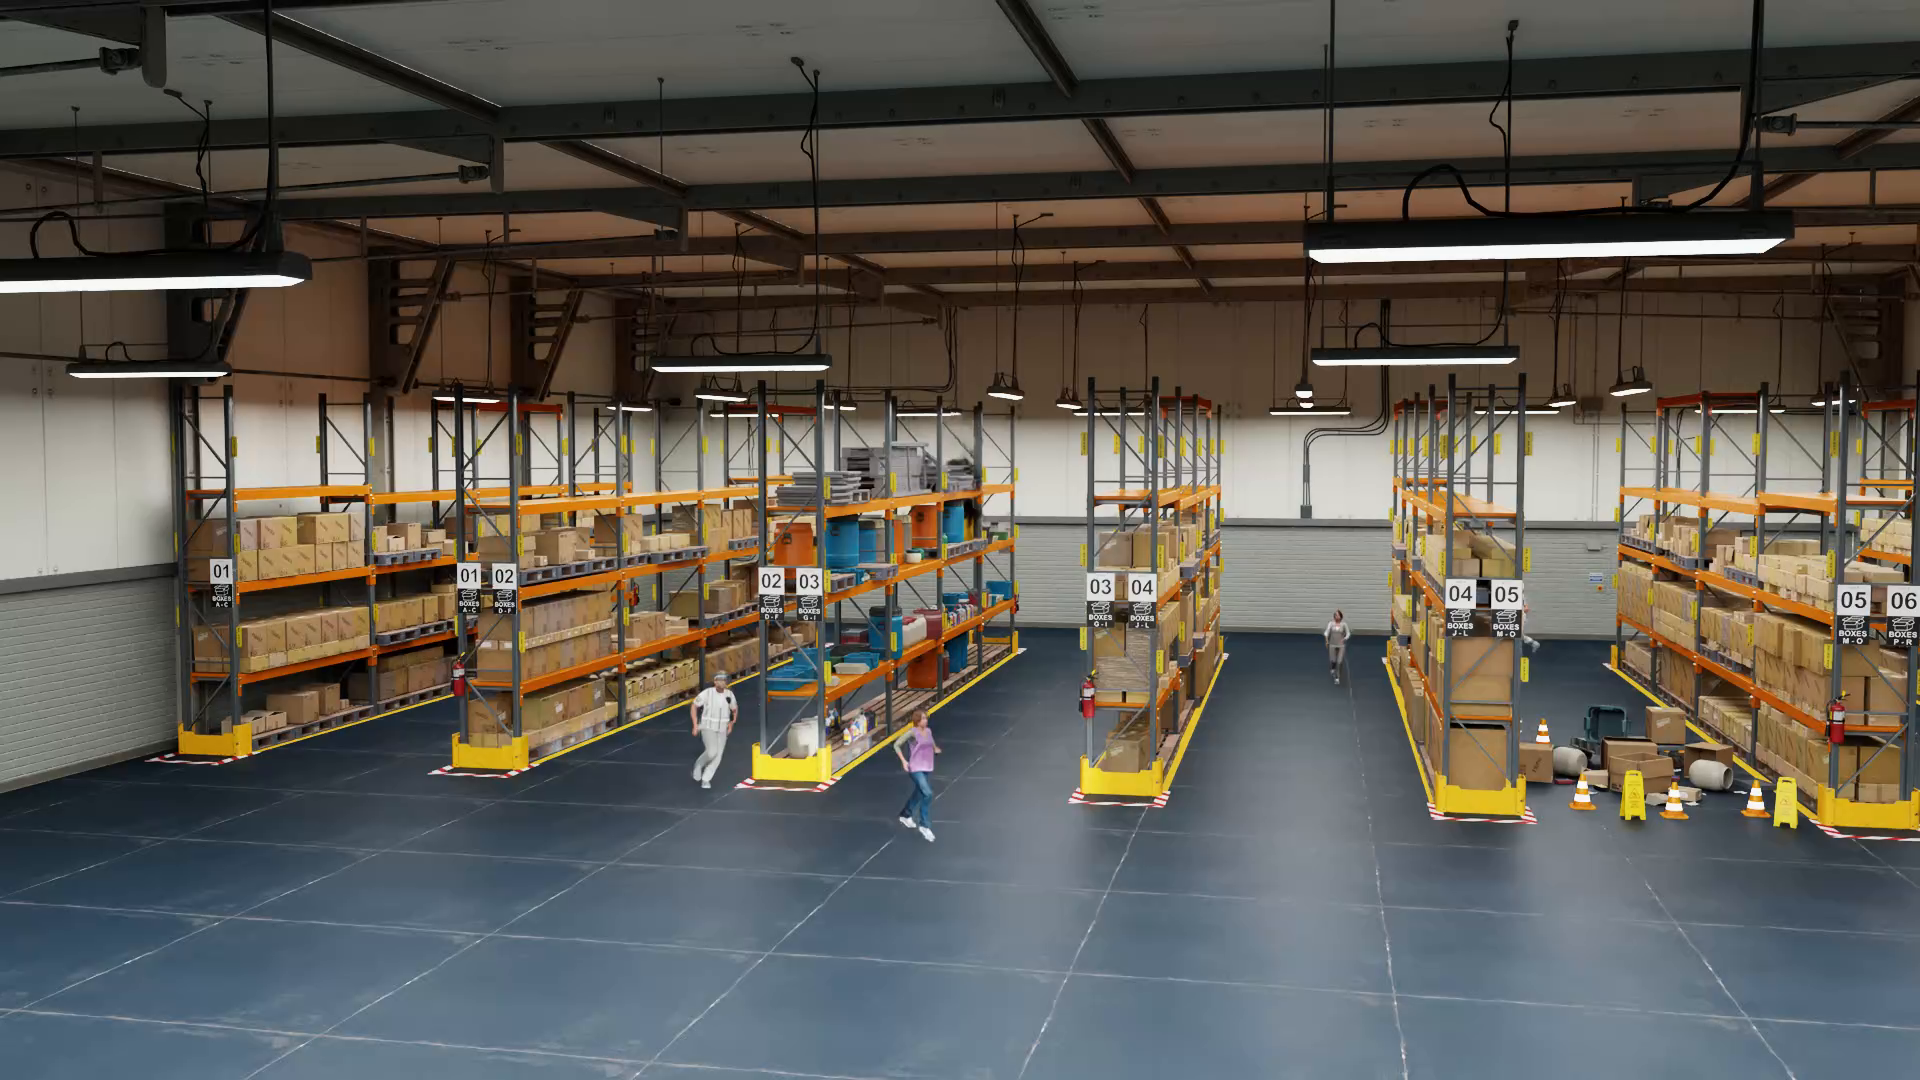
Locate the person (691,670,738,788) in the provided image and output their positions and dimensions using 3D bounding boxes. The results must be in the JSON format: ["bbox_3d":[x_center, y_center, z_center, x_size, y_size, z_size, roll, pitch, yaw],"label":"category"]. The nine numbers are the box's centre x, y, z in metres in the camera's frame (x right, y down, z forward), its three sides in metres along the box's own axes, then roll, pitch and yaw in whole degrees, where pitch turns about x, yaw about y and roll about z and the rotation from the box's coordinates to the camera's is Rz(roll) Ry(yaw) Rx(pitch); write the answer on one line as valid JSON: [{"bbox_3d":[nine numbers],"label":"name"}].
[{"bbox_3d":[-3.569,2.777,24.476,0.700,1.707,0.539,-2,4,-28],"label":"person"}]

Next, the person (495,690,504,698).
[{"bbox_3d":[-8.106,2.519,29.678,0.562,1.643,0.581,1,3,16],"label":"person"}]

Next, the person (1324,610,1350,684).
[{"bbox_3d":[7.973,2.266,35.155,0.542,1.558,0.539,1,3,14],"label":"person"}]

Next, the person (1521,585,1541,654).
[{"bbox_3d":[13.223,1.925,39.192,0.942,1.787,0.668,1,3,12],"label":"person"}]

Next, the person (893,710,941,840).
[{"bbox_3d":[-0.527,3.002,21.385,0.730,1.643,0.509,2,4,38],"label":"person"}]
